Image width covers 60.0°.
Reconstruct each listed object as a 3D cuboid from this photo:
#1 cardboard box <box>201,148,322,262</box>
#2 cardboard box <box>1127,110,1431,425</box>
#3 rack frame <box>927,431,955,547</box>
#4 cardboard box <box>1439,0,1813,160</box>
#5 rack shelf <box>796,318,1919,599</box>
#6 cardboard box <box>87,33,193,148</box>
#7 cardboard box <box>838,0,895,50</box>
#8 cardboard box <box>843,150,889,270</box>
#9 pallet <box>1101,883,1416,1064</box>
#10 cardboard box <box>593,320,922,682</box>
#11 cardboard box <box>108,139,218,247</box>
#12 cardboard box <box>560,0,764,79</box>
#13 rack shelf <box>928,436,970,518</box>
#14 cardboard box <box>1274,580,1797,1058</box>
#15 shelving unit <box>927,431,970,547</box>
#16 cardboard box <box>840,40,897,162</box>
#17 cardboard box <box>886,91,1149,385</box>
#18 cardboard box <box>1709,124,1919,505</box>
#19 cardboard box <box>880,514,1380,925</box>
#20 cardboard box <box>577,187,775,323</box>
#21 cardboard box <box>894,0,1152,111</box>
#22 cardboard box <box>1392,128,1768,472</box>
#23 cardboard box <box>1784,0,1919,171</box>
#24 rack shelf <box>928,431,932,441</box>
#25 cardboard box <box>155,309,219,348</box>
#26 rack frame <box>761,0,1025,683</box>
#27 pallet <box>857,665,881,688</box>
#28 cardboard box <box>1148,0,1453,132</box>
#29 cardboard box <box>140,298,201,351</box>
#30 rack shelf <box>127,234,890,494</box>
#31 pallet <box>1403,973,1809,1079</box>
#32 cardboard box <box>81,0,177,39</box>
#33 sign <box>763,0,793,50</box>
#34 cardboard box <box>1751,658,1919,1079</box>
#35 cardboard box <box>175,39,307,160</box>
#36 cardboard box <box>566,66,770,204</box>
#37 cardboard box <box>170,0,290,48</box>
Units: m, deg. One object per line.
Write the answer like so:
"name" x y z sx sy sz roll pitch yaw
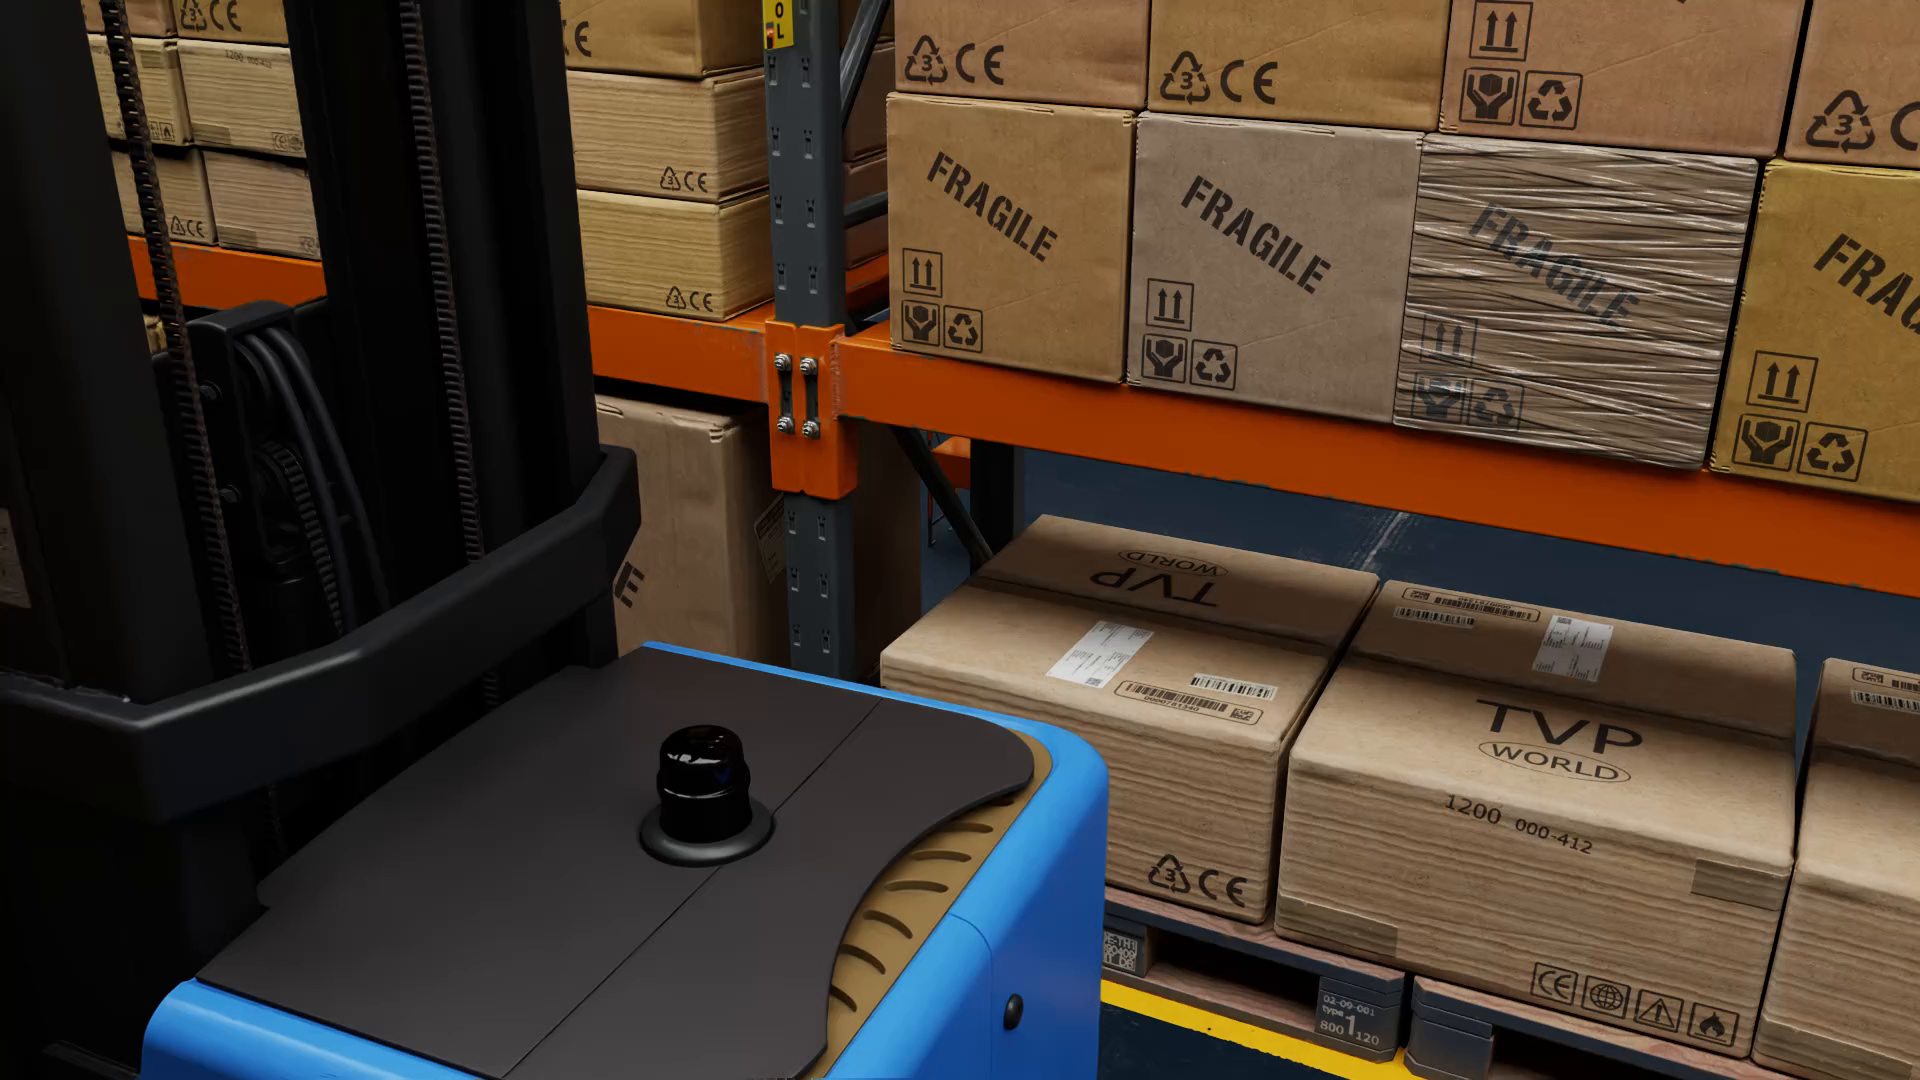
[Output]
"cardboard box" -1.513 -0.885 4.190 0.500 0.250 0.500 10 25 23
"cardboard box" 0.644 -0.558 3.102 0.500 0.500 0.500 11 26 25
"rack frame" -0.061 -0.495 5.573 0.008 1.050 0.200 11 25 25
"cardboard box" 1.112 -0.928 2.695 0.500 0.500 0.500 12 26 26
"rack shelf" 1.681 -0.093 3.054 4.000 0.370 1.077 11 25 25
"cardboard box" -1.986 -1.190 4.269 0.500 0.250 0.500 12 26 25
"cardboard box" -0.367 -1.461 3.947 0.500 0.500 0.500 12 26 25
"cardboard box" -0.377 -0.878 4.173 0.500 0.250 0.500 11 25 23
"pallet" 0.540 0.668 3.909 1.213 0.211 1.003 11 25 25
"cardboard box" -0.693 -0.074 4.269 0.875 0.875 0.875 12 26 26
"cardboard box" -1.976 -0.975 4.401 0.500 0.250 0.500 11 25 25
"cardboard box" -0.616 -1.274 3.508 0.500 0.500 0.500 12 26 26
"rack shelf" 0.048 -0.208 5.635 0.240 0.259 0.215 11 25 25
"cardboard box" 1.207 0.515 3.443 0.875 0.438 0.875 10 25 23
"shelving unit" 0.048 -0.474 5.522 0.252 1.050 0.215 11 25 25
"cardboard box" -0.369 -1.114 4.089 0.500 0.250 0.500 10 25 23
"cardboard box" 0.197 -0.648 3.314 0.500 0.500 0.500 12 26 26
"cardboard box" 1.545 -0.377 2.676 0.500 0.500 0.500 12 26 26
"cardboard box" 0.408 0.357 3.814 0.875 0.438 0.875 11 25 24
"cardboard box" -0.618 -0.699 3.752 0.500 0.250 0.500 11 25 23
"cardboard box" 0.212 -1.114 3.132 0.500 0.500 0.500 11 26 25
"cardboard box" 1.085 -0.468 2.890 0.500 0.500 0.500 11 26 25
"cardboard box" 1.561 -0.839 2.484 0.500 0.500 0.500 11 25 24
"rack shelf" 0.048 -0.464 5.526 0.240 0.259 0.215 11 25 25
"cardboard box" -1.503 -0.231 4.638 0.875 0.875 0.875 12 26 26
"rack frame" -0.104 -0.777 3.744 0.127 3.000 1.000 11 25 25
"pallet" -0.826 0.397 4.548 1.213 0.211 1.003 11 25 25
"cardboard box" 0.660 -1.023 2.917 0.500 0.500 0.500 11 25 24
"cardboard box" -2.300 -0.389 5.009 0.875 0.875 0.875 12 26 25
"rack shelf" -1.889 -0.799 4.715 4.000 0.370 1.077 11 25 25
"pallet" 1.632 0.883 3.404 1.213 0.211 1.003 11 25 25
"cardboard box" -1.993 -1.545 4.146 0.500 0.500 0.500 12 26 25
"sign" -0.340 -1.082 3.083 0.005 0.325 0.100 11 25 25
"cardboard box" 2.011 0.675 3.067 0.875 0.438 0.875 12 26 26
"cardboard box" -1.521 -1.106 4.070 0.500 0.250 0.500 12 26 26
"cardboard box" -0.607 -0.931 3.659 0.500 0.250 0.500 11 25 24
"cardboard box" -1.524 -1.459 3.943 0.500 0.500 0.500 12 26 26
